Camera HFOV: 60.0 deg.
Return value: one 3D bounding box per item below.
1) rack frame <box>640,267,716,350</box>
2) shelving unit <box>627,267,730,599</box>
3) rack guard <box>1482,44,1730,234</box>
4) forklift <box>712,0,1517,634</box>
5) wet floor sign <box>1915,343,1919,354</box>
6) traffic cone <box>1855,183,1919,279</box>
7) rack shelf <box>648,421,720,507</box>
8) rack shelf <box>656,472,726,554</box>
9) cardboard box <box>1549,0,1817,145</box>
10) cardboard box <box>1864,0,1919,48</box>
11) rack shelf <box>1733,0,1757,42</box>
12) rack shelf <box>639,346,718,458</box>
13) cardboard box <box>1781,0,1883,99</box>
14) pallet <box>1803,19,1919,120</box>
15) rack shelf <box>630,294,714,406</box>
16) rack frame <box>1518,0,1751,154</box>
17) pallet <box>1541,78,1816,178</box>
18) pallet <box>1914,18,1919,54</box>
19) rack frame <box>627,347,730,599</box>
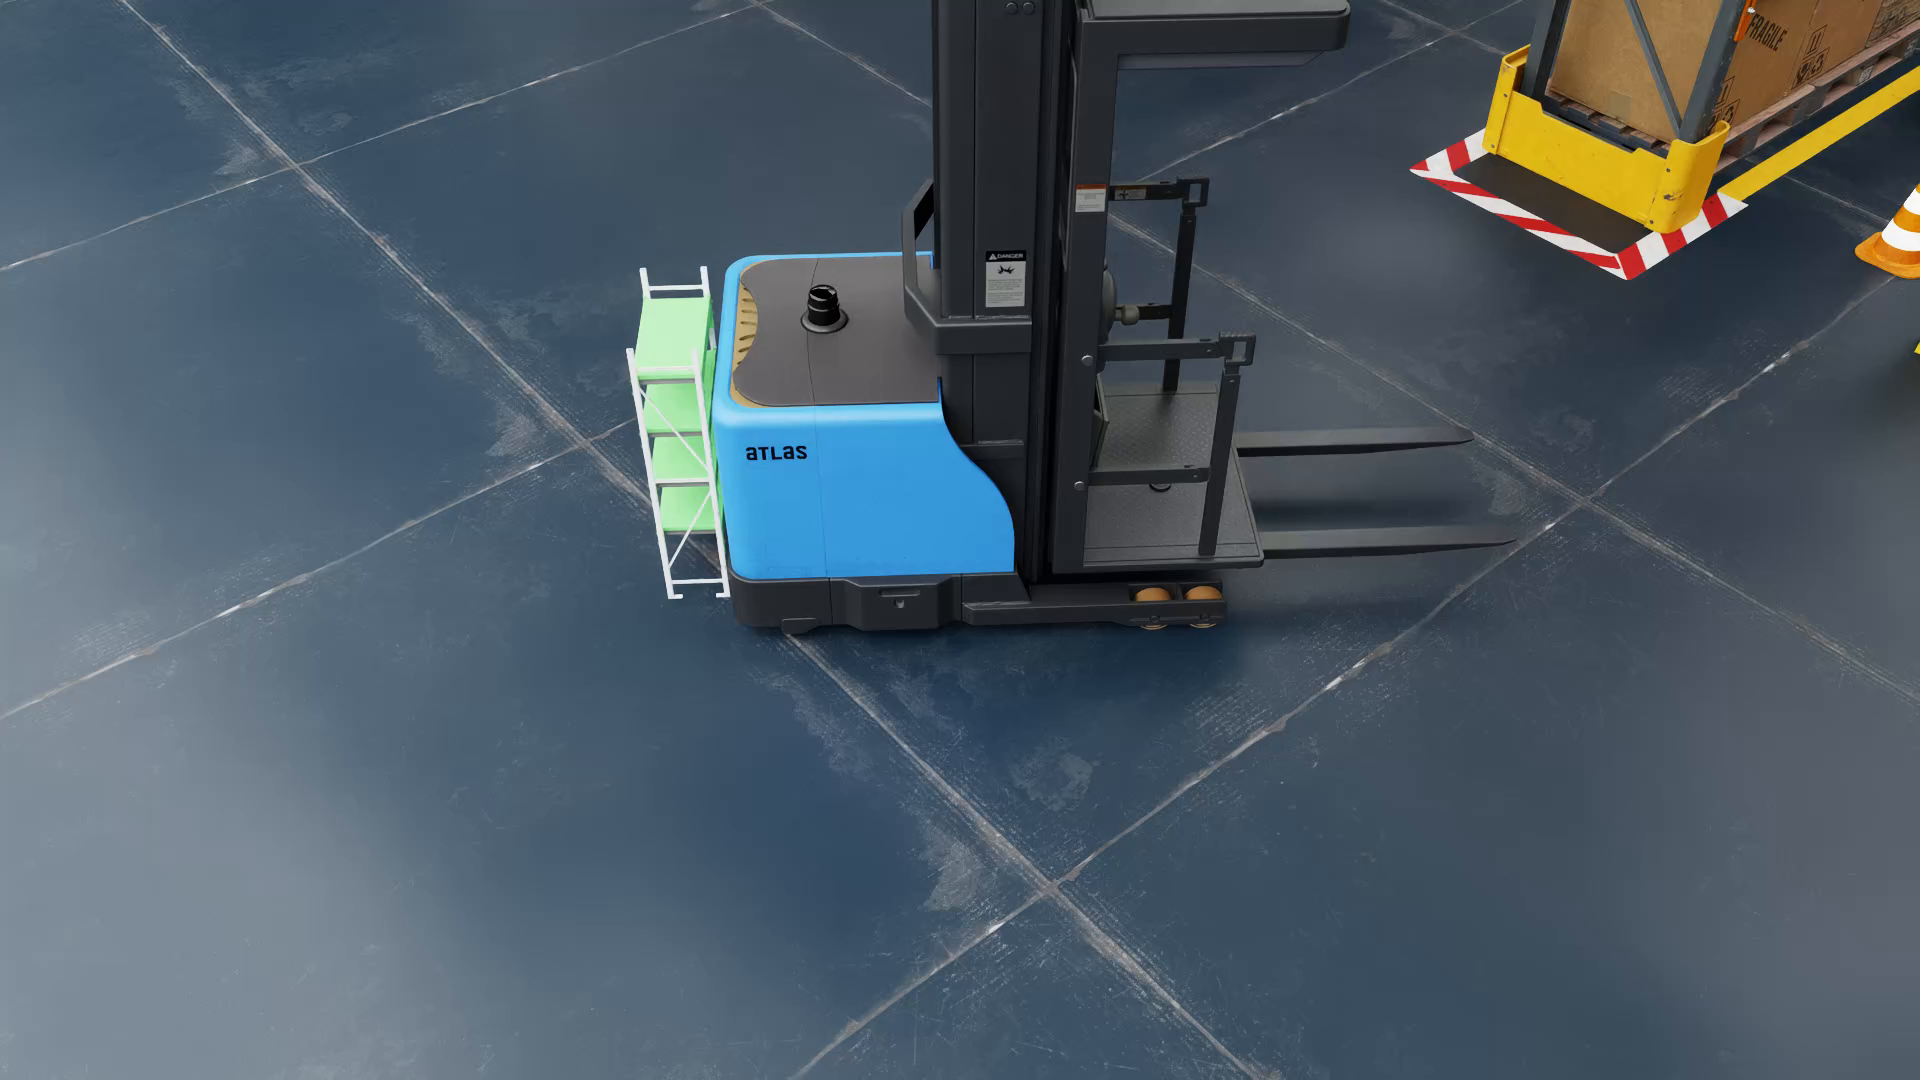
[{"bbox_3d":[-1.043,-0.550,6.459,0.240,1.200,0.015,-2,43,-2],"label":"rack frame"},{"bbox_3d":[-1.032,-0.383,6.281,0.258,1.200,0.503,-2,43,-2],"label":"shelving unit"},{"bbox_3d":[3.313,-2.092,8.612,0.348,0.500,1.175,-30,51,-28],"label":"rack guard"},{"bbox_3d":[0.628,-1.088,5.768,3.031,2.935,1.130,-2,43,-2],"label":"forklift"},{"bbox_3d":[4.580,-1.103,7.453,0.267,0.644,0.232,30,51,28],"label":"wet floor sign"},{"bbox_3d":[4.650,-1.577,8.091,0.334,0.463,0.336,-30,51,-28],"label":"traffic cone"},{"bbox_3d":[-1.032,-0.336,6.325,0.258,0.148,0.480,-2,43,-2],"label":"rack shelf"},{"bbox_3d":[-1.032,-0.161,6.489,0.258,0.148,0.480,-2,43,-2],"label":"rack shelf"},{"bbox_3d":[3.809,-2.725,8.706,0.875,0.875,0.875,-29,51,-28],"label":"cardboard box"},{"bbox_3d":[5.183,-3.512,9.543,0.875,0.875,0.875,-29,51,-28],"label":"cardboard box"},{"bbox_3d":[4.866,-3.630,8.949,4.000,0.370,1.077,-30,51,-28],"label":"rack shelf"},{"bbox_3d":[-1.032,-0.511,6.161,0.258,0.148,0.480,-2,43,-2],"label":"rack shelf"},{"bbox_3d":[4.483,-3.112,9.118,0.875,0.875,0.875,-31,51,-28],"label":"cardboard box"},{"bbox_3d":[4.830,-2.923,9.708,1.213,0.211,1.003,-30,51,-28],"label":"pallet"},{"bbox_3d":[-1.032,-0.686,5.996,0.258,0.148,0.480,-2,43,-2],"label":"rack shelf"},{"bbox_3d":[3.332,-3.014,7.768,0.127,3.000,1.000,-30,51,-28],"label":"rack frame"},{"bbox_3d":[3.895,-2.389,9.140,1.213,0.211,1.003,-30,51,-28],"label":"pallet"},{"bbox_3d":[5.766,-3.461,10.281,1.213,0.211,1.003,-30,51,-28],"label":"pallet"},{"bbox_3d":[-1.020,-0.216,6.104,0.240,1.200,0.015,-2,43,-2],"label":"rack frame"}]
